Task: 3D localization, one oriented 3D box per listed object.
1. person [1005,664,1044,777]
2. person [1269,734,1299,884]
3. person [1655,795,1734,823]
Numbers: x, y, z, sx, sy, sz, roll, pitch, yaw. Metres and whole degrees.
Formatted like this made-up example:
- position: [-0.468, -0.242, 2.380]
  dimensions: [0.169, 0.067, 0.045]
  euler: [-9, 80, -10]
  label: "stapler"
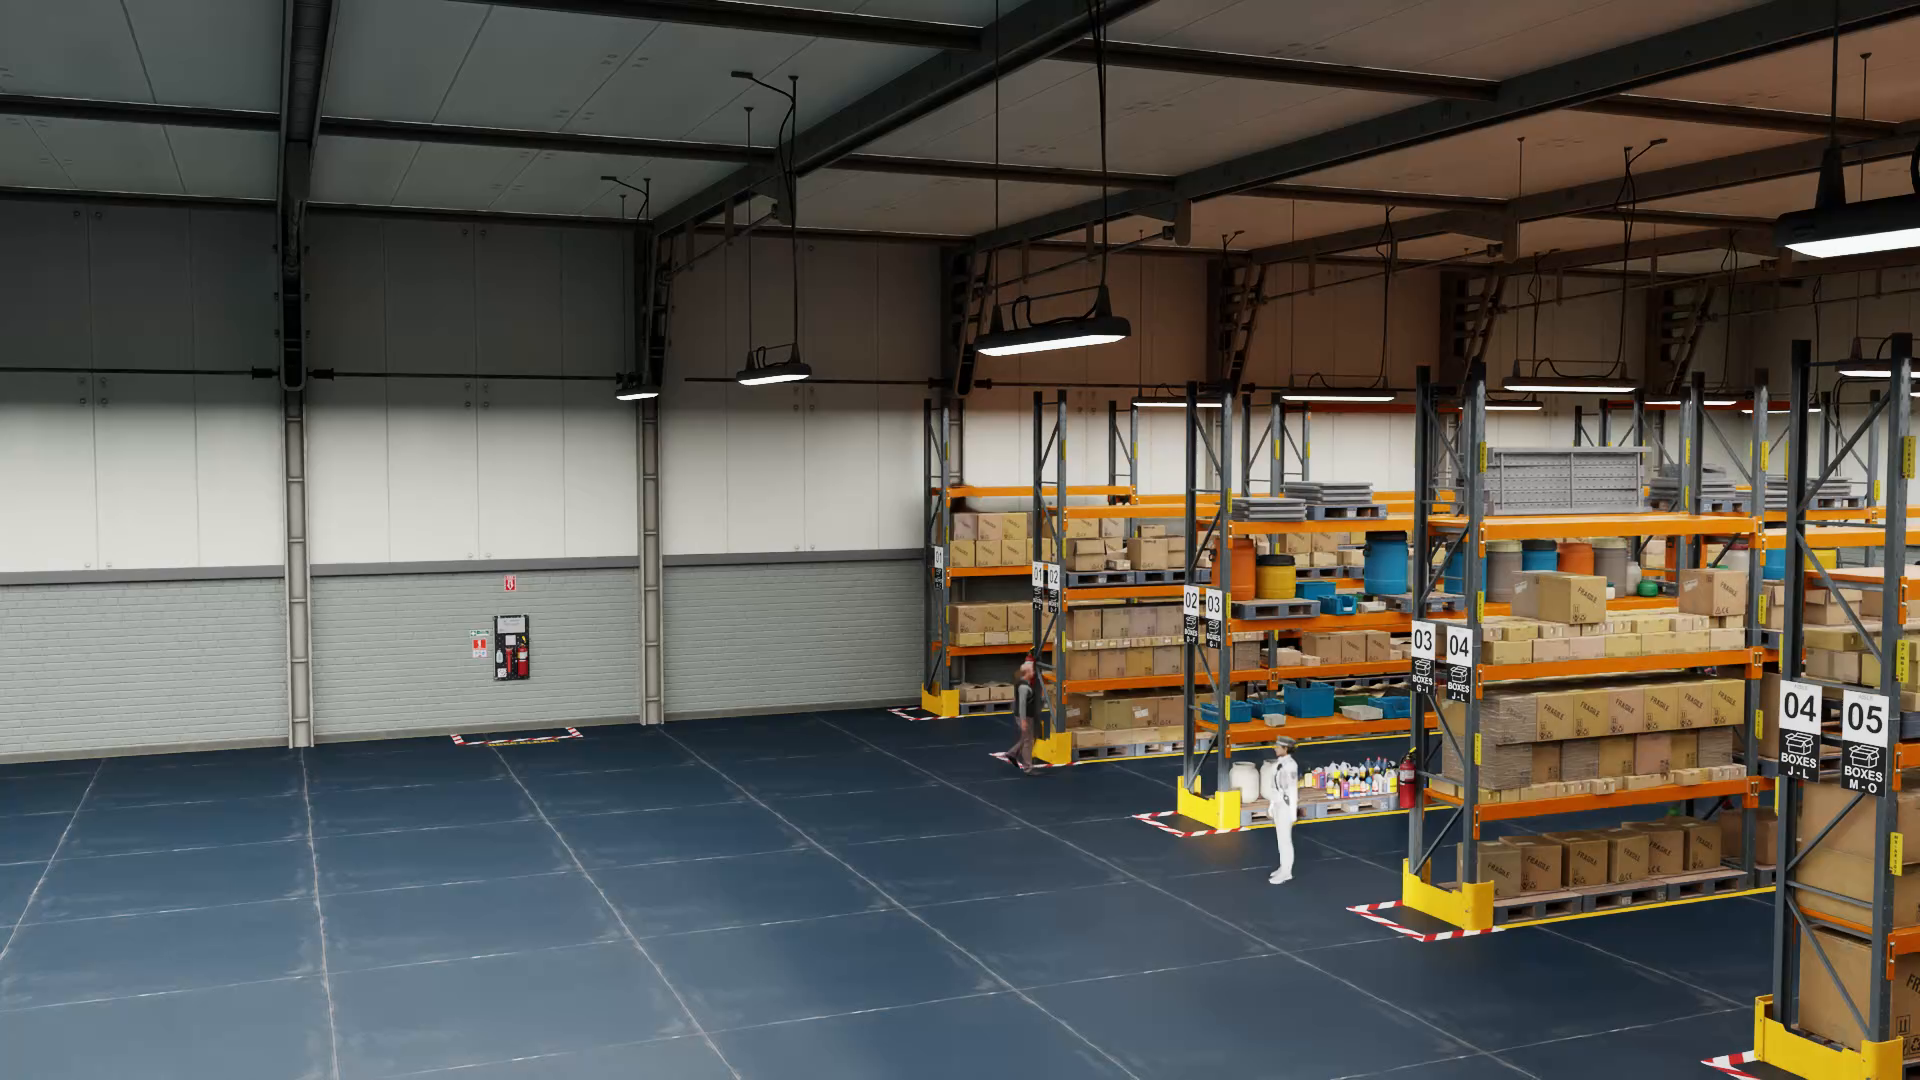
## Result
- position: [1.002, 2.776, 25.860]
  dimensions: [0.581, 1.719, 0.584]
  euler: [0, 3, -1]
  label: "person"
- position: [3.804, 3.162, 19.710]
  dimensions: [0.419, 1.696, 0.585]
  euler: [0, 3, -7]
  label: "person"
- position: [9.886, 2.952, 22.204]
  dimensions: [1.051, 1.726, 0.503]
  euler: [-1, 3, -11]
  label: "person"
